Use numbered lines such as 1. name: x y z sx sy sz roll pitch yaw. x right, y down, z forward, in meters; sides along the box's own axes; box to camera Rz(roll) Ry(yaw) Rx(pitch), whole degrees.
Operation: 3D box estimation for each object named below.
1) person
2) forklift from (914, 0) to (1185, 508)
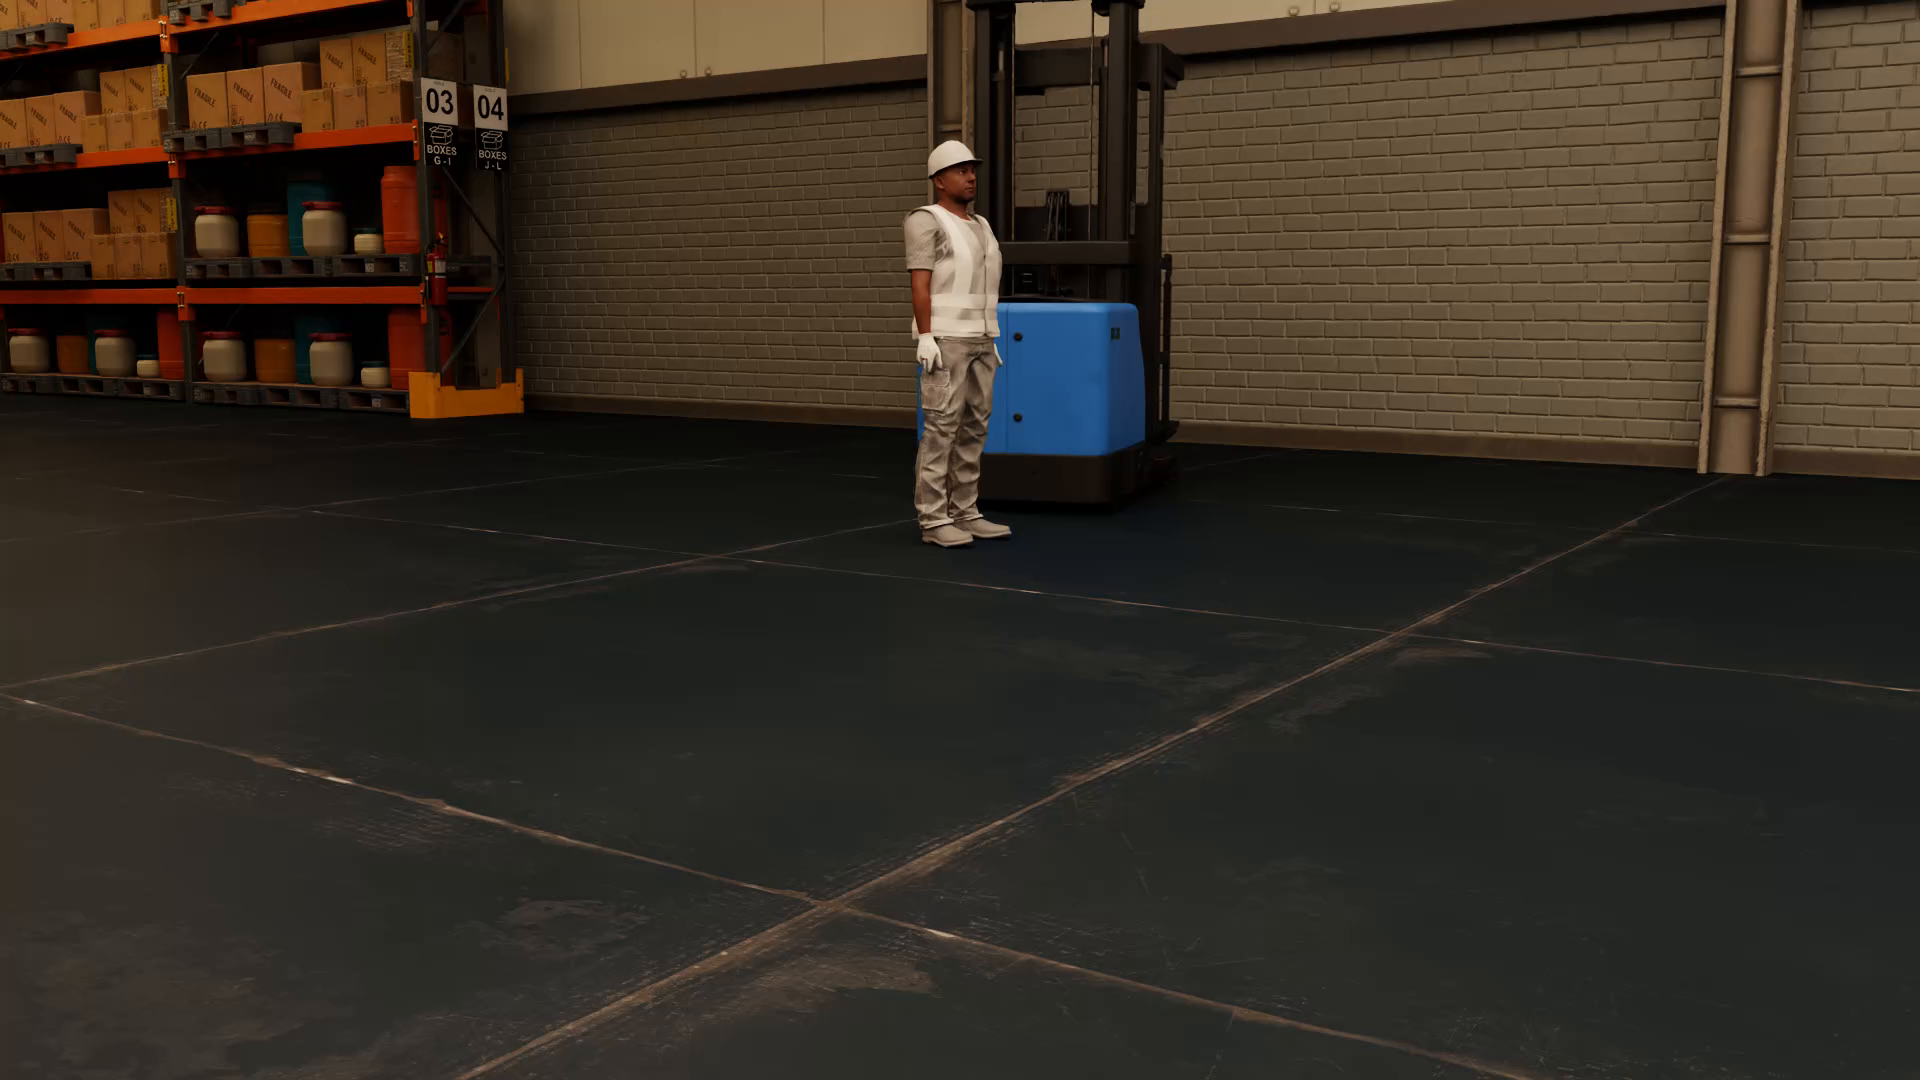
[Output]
1. person: 0.003 -0.883 7.479 0.387 1.789 0.543 5 10 34
2. forklift: 0.686 -1.785 9.749 1.130 2.935 3.031 3 8 17
